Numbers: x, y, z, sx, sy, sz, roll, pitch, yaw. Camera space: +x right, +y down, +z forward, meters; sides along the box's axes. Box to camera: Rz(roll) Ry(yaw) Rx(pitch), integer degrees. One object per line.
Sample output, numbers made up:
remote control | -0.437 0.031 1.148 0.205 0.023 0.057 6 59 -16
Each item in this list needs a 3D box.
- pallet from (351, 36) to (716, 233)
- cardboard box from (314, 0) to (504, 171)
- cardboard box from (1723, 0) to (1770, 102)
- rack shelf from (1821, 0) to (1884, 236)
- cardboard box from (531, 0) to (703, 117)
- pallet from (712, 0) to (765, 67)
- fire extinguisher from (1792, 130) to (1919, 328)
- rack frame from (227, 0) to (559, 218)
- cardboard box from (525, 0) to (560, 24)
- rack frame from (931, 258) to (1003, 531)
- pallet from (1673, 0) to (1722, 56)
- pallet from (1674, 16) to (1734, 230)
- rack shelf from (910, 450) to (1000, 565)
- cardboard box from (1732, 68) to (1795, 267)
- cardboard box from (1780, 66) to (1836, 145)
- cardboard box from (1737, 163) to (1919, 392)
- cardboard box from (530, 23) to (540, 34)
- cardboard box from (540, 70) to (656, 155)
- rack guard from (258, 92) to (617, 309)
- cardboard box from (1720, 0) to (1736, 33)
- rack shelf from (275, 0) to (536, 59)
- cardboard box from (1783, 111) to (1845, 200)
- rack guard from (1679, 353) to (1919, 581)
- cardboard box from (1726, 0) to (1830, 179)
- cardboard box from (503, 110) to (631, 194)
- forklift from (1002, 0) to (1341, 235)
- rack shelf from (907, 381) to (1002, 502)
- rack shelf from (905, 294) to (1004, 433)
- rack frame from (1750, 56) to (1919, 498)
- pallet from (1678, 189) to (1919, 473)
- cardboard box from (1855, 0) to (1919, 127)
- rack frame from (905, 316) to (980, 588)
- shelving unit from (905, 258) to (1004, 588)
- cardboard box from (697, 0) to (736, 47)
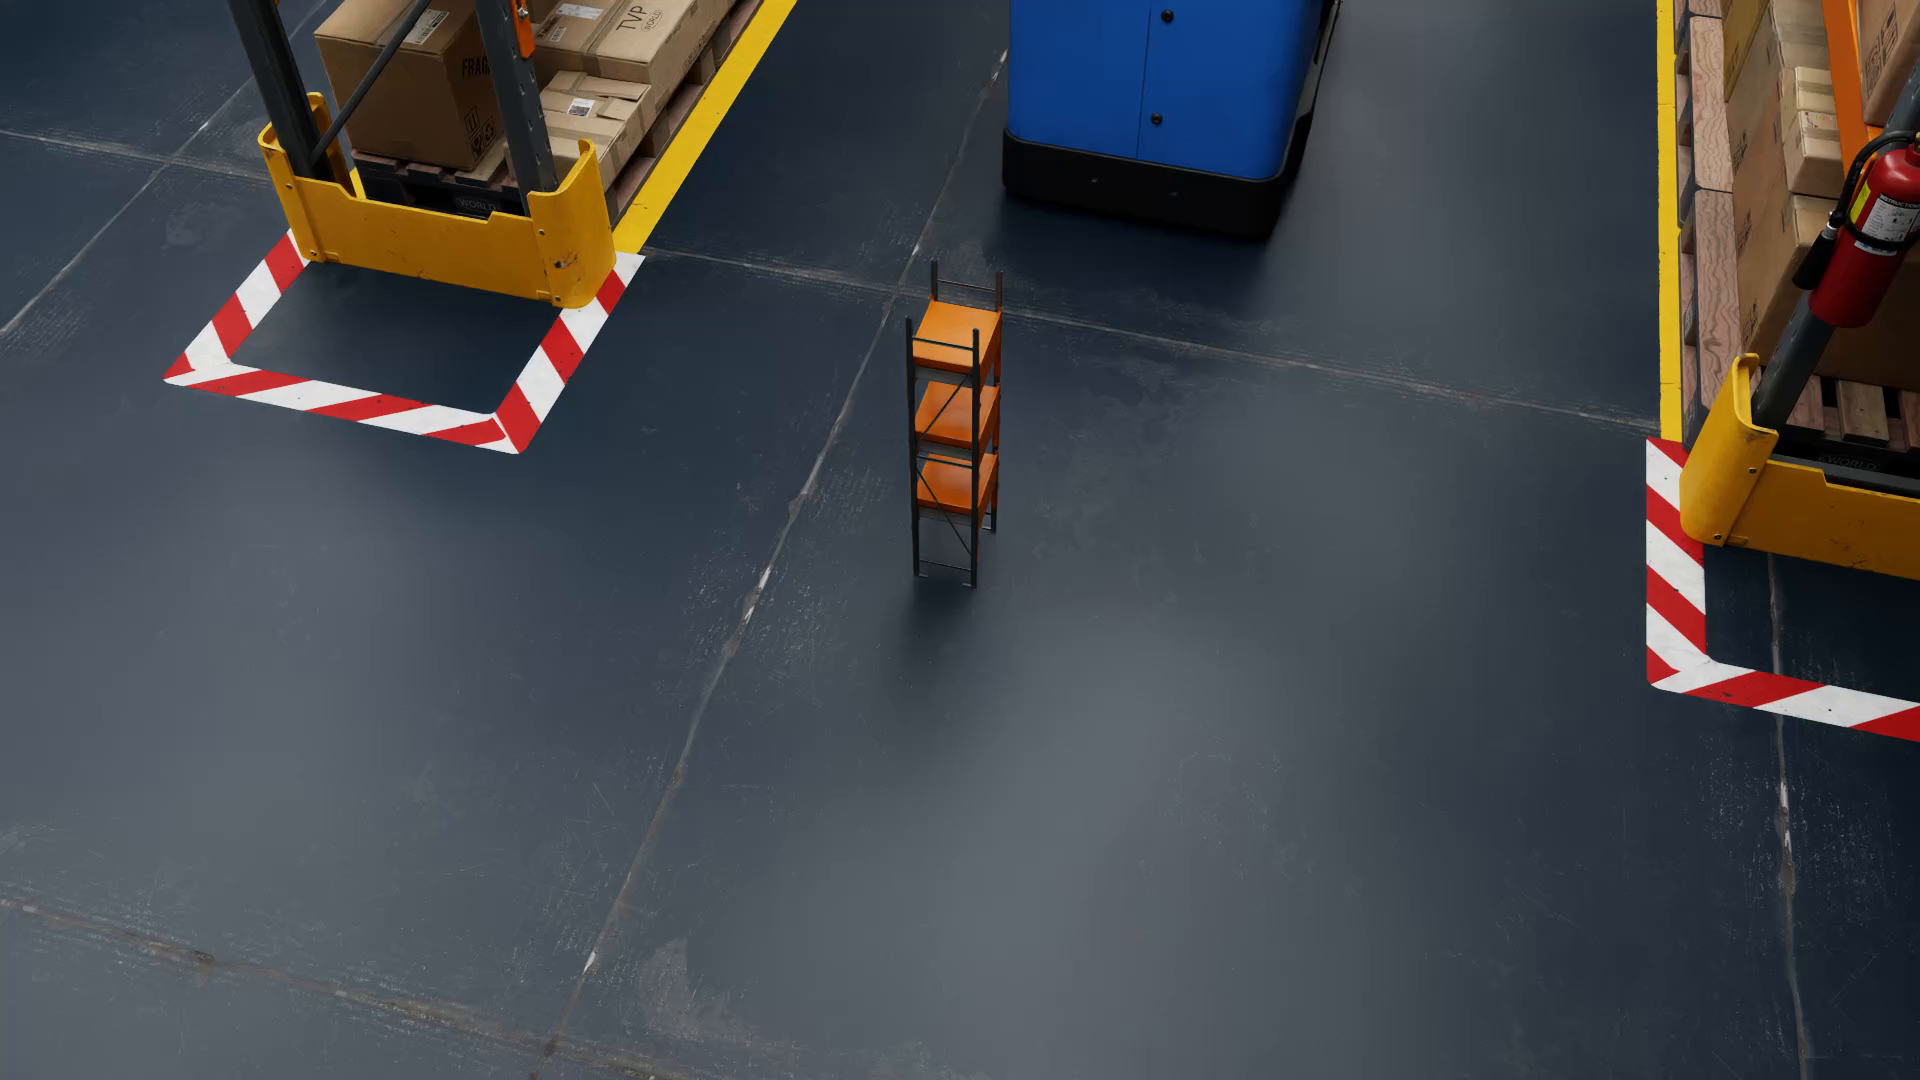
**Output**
pallet | -1.658 -1.706 6.615 1.003 0.211 1.213 12 50 10
cardboard box | -1.981 -1.757 6.174 0.500 0.500 0.500 12 50 10
cardboard box | 3.378 -1.973 6.378 0.700 0.500 0.500 13 50 11
rack shelf | 3.420 -2.231 5.698 1.077 0.370 4.000 12 50 10
cardboard box | -1.338 -1.932 6.495 0.500 0.250 0.500 12 50 10
pallet | -1.335 -2.586 7.392 1.003 0.211 1.213 12 50 10
fire extinguisher | 2.409 -0.855 4.304 0.296 0.674 0.183 12 50 10
rack frame | -1.887 -1.997 5.012 1.000 3.000 0.127 12 50 10
cardboard box | -1.702 -2.356 6.869 0.500 0.250 0.500 12 50 10
rack frame | 0.018 -0.397 4.900 0.200 1.050 0.008 12 50 10
pallet | 3.671 -2.458 7.279 1.003 0.211 1.213 12 50 10
pallet | 3.351 -1.573 6.498 1.003 0.211 1.213 12 50 10
rack shelf | -0.014 -0.118 5.039 0.215 0.259 0.240 12 50 10
cardboard box | 3.113 -1.222 5.715 0.700 0.500 0.500 11 50 10
cardboard box | 2.906 -1.389 5.429 0.380 0.149 0.250 13 50 11
cardboard box | 2.981 -0.860 5.396 0.700 0.500 0.500 12 50 10
cardboard box | -1.788 -1.922 6.542 0.380 0.166 0.250 12 50 10
cardboard box | -1.379 -1.621 6.276 0.380 0.166 0.250 12 50 10
rack guard | -1.867 -1.225 5.998 1.175 0.500 0.348 12 50 10
cardboard box | 3.515 -2.344 6.705 0.700 0.500 0.500 11 50 10
rack shelf | -1.360 -3.206 6.558 1.077 0.370 4.000 12 50 10
cardboard box | 2.839 -1.204 5.266 0.380 0.149 0.250 11 49 10
rack guard | 2.887 -0.178 5.073 1.175 0.500 0.348 12 50 10
cardboard box | 3.245 -1.586 6.036 0.700 0.500 0.500 10 49 9
cardboard box | -1.445 -1.434 6.123 0.380 0.149 0.250 12 50 10
forklift | 1.064 -3.230 6.146 1.130 2.935 3.031 12 50 11
rack shelf | -0.014 -0.302 4.830 0.215 0.259 0.240 12 50 10
rack shelf | -0.014 -0.489 4.617 0.215 0.259 0.240 12 50 10
rack frame | 2.893 -1.022 4.152 1.000 3.000 0.127 12 50 10
pallet | 3.028 -0.693 5.721 1.003 0.211 1.213 12 50 10
cardboard box | 3.018 -1.492 4.366 0.980 0.700 0.700 14 50 12
rack frame | -0.046 -0.220 4.744 0.200 1.050 0.008 12 50 10
shelving unit | -0.014 -0.309 4.822 0.215 1.050 0.252 12 50 10
cardboard box | -1.207 -2.293 6.814 0.500 0.250 0.500 12 50 10
